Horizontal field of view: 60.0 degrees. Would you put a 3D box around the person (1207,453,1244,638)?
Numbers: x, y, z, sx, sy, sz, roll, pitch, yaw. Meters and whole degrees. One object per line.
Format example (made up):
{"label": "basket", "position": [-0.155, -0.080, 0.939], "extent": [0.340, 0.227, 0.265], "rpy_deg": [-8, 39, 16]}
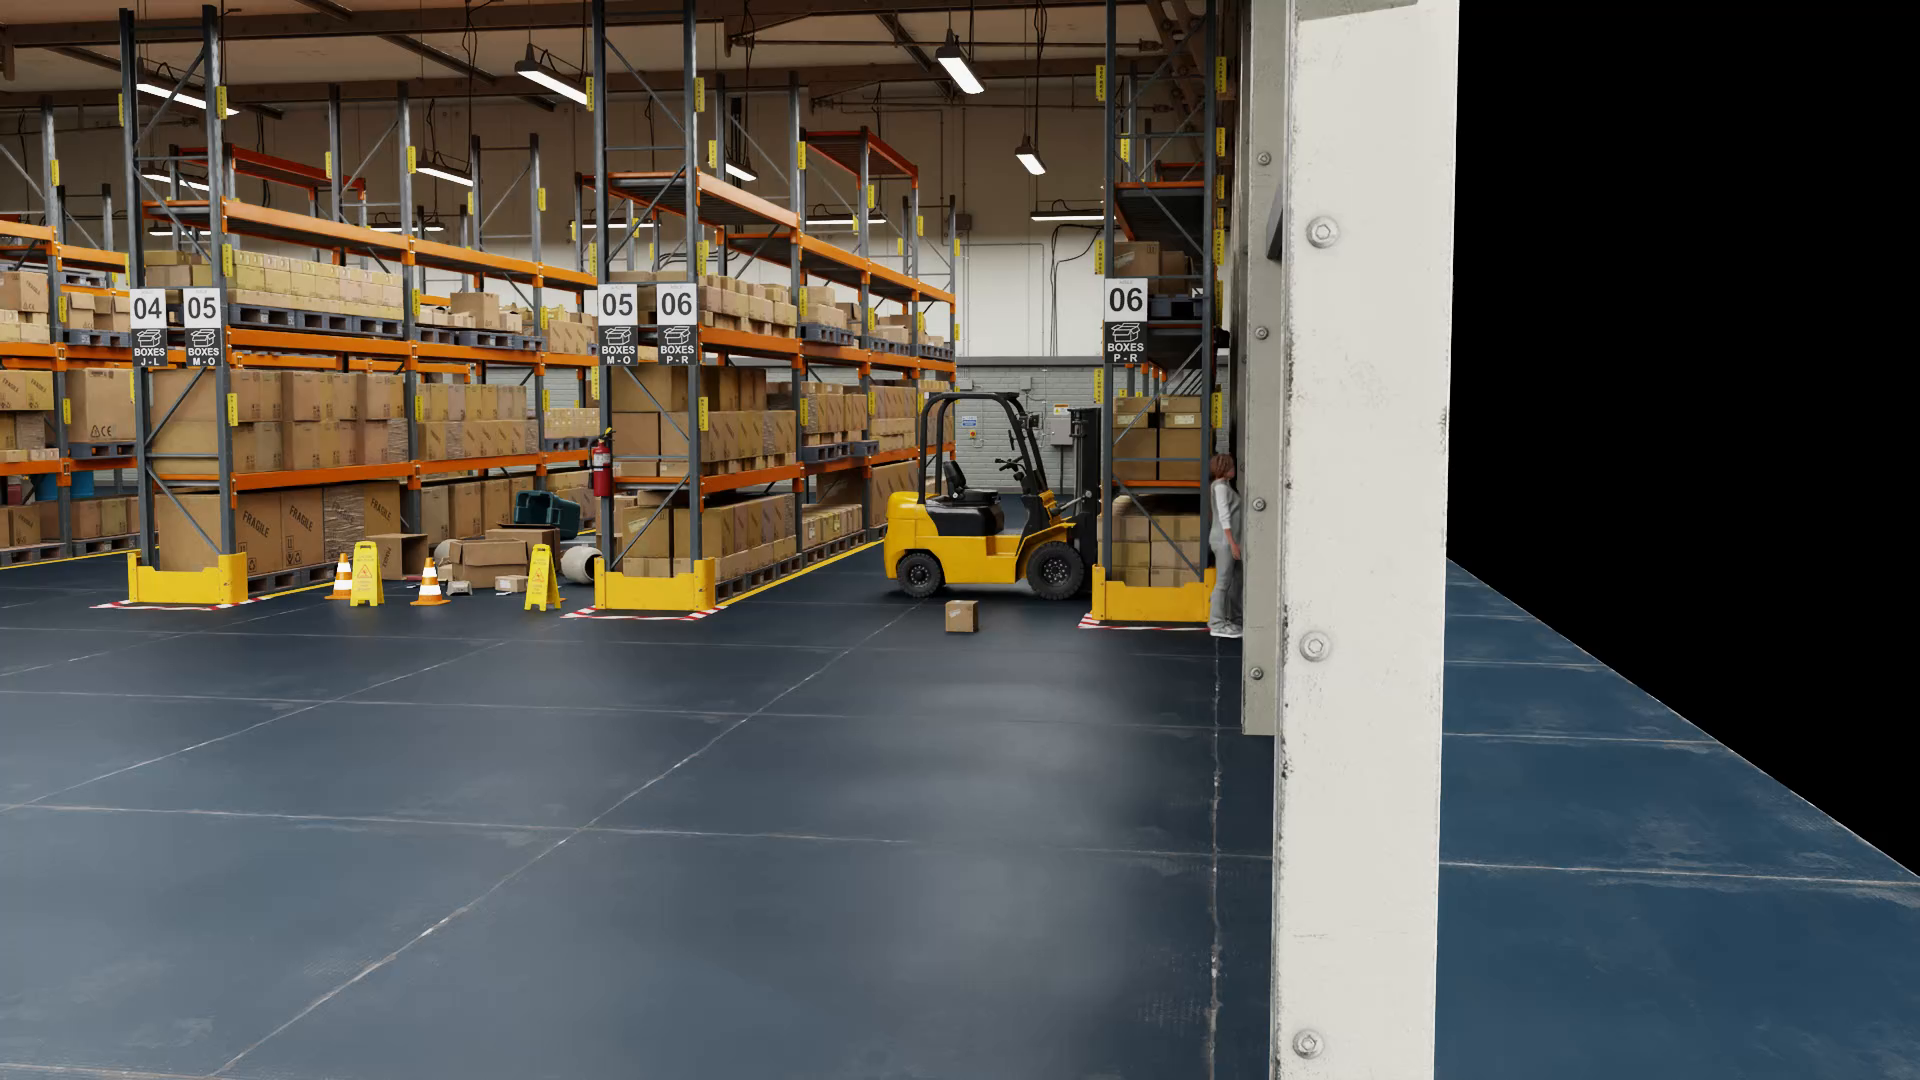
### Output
{"label": "person", "position": [2.368, 0.081, 14.444], "extent": [0.429, 1.638, 0.437], "rpy_deg": [1, 5, 10]}
